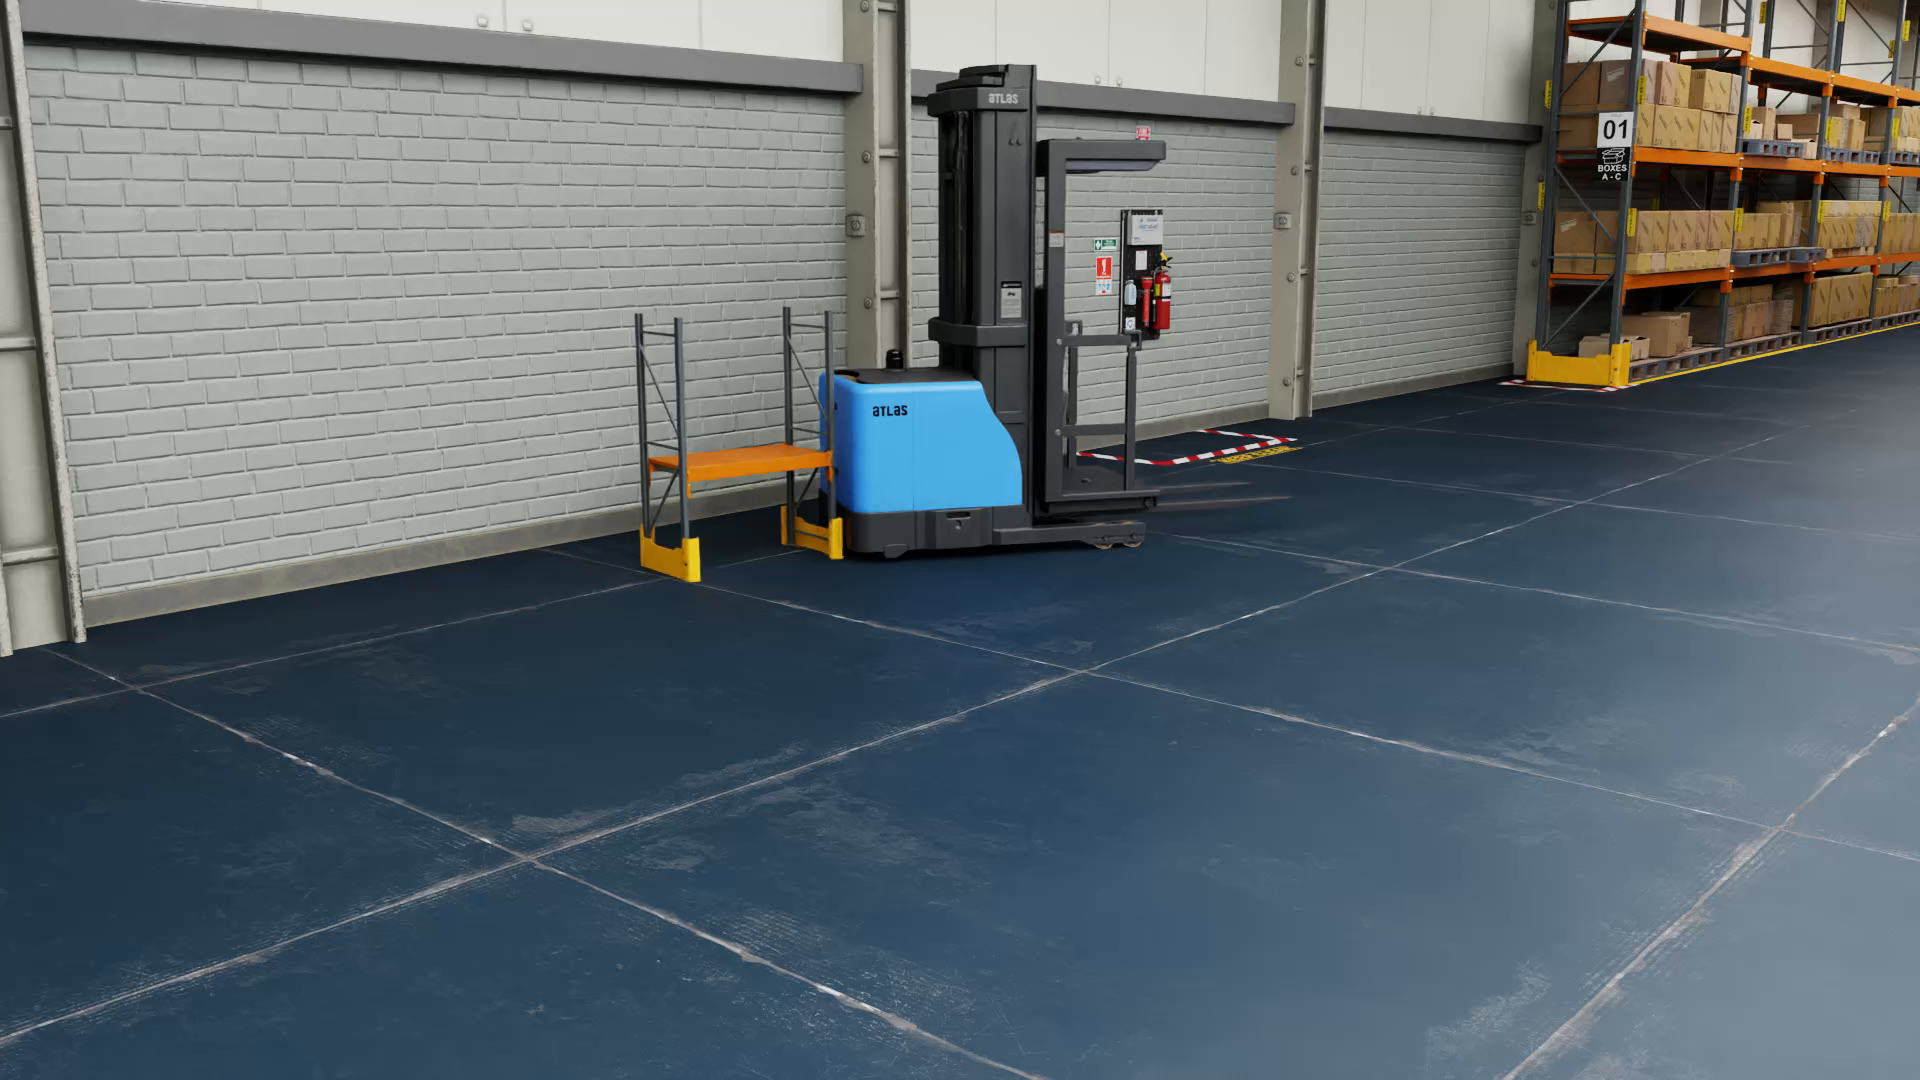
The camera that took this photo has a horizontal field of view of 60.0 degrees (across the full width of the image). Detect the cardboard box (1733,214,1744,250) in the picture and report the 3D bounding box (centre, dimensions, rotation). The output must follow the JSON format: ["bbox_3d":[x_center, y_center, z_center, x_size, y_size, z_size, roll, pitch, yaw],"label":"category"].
[{"bbox_3d":[10.515,-4.320,23.305,0.700,0.500,0.500,10,15,41],"label":"cardboard box"}]

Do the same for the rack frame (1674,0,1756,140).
[{"bbox_3d":[10.153,-6.927,22.417,1.000,3.000,0.127,10,15,40],"label":"rack frame"}]

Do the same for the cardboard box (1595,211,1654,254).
[{"bbox_3d":[8.053,-3.732,20.155,0.500,0.500,0.500,10,15,40],"label":"cardboard box"}]

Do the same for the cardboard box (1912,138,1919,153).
[{"bbox_3d":[16.768,-7.032,29.655,0.500,0.250,0.500,9,15,39],"label":"cardboard box"}]

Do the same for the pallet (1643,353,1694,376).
[{"bbox_3d":[8.931,-2.334,21.857,1.003,0.211,1.213,10,15,40],"label":"pallet"}]

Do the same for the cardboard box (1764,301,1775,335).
[{"bbox_3d":[11.930,-3.390,25.285,0.700,0.500,0.500,10,15,40],"label":"cardboard box"}]

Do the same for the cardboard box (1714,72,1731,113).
[{"bbox_3d":[9.670,-5.814,21.644,0.500,0.500,0.500,11,16,43],"label":"cardboard box"}]

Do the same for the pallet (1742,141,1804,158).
[{"bbox_3d":[11.323,-5.594,23.881,1.213,0.211,1.003,10,15,40],"label":"pallet"}]

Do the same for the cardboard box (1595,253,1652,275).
[{"bbox_3d":[8.073,-3.364,20.225,0.500,0.250,0.500,9,15,39],"label":"cardboard box"}]

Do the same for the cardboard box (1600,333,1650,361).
[{"bbox_3d":[8.413,-2.468,21.150,0.500,0.311,0.500,-11,15,-43],"label":"cardboard box"}]

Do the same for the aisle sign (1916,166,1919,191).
[{"bbox_3d":[18.347,-6.997,31.448,0.394,0.787,0.004,10,15,40],"label":"aisle sign"}]

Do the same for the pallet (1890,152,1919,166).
[{"bbox_3d":[16.787,-6.887,30.103,1.003,0.211,1.213,10,15,40],"label":"pallet"}]

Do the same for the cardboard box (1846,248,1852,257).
[{"bbox_3d":[14.552,-4.781,27.581,0.380,0.149,0.250,9,15,39],"label":"cardboard box"}]

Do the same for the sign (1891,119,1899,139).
[{"bbox_3d":[15.848,-6.972,28.178,0.100,0.325,0.005,10,15,40],"label":"sign"}]

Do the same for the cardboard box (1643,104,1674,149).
[{"bbox_3d":[8.302,-5.018,20.210,0.500,0.500,0.500,-11,16,-44],"label":"cardboard box"}]

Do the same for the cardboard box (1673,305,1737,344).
[{"bbox_3d":[10.626,-3.085,23.759,0.700,0.500,0.500,10,15,42],"label":"cardboard box"}]

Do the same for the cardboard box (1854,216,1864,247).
[{"bbox_3d":[14.651,-5.117,27.607,0.500,0.500,0.500,10,15,40],"label":"cardboard box"}]

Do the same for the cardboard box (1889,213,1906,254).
[{"bbox_3d":[16.290,-5.494,29.791,0.980,0.700,0.700,9,15,39],"label":"cardboard box"}]

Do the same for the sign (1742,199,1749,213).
[{"bbox_3d":[12.374,-5.213,26.195,0.100,0.325,0.005,10,15,40],"label":"sign"}]

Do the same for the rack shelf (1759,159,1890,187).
[{"bbox_3d":[14.114,-5.986,27.201,1.077,0.370,4.000,10,15,40],"label":"rack shelf"}]

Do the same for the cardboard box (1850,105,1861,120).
[{"bbox_3d":[14.754,-7.153,27.914,0.500,0.250,0.500,-11,16,-43],"label":"cardboard box"}]

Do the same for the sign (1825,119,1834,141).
[{"bbox_3d":[13.200,-6.228,25.254,0.100,0.325,0.005,10,15,40],"label":"sign"}]

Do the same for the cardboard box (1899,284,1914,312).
[{"bbox_3d":[17.357,-4.541,31.099,0.700,0.500,0.500,10,15,40],"label":"cardboard box"}]

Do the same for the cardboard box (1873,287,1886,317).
[{"bbox_3d":[16.005,-4.239,29.586,0.700,0.500,0.500,10,15,41],"label":"cardboard box"}]

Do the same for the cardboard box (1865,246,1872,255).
[{"bbox_3d":[15.275,-4.922,28.287,0.380,0.149,0.250,10,15,41],"label":"cardboard box"}]

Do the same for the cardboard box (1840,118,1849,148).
[{"bbox_3d":[14.073,-6.627,27.194,0.700,0.500,0.500,10,15,40],"label":"cardboard box"}]

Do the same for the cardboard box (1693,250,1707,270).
[{"bbox_3d":[9.413,-3.664,21.730,0.500,0.250,0.500,10,15,40],"label":"cardboard box"}]

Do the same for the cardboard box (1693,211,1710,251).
[{"bbox_3d":[9.408,-4.033,21.660,0.500,0.500,0.500,9,15,39],"label":"cardboard box"}]

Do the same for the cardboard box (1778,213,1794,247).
[{"bbox_3d":[12.142,-4.682,25.116,0.700,0.500,0.500,8,14,35],"label":"cardboard box"}]

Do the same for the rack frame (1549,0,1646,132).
[{"bbox_3d":[7.513,-6.338,19.471,1.000,3.000,0.127,10,15,40],"label":"rack frame"}]

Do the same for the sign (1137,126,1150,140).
[{"bbox_3d":[1.624,-3.518,14.750,0.001,0.298,0.199,10,15,40],"label":"sign"}]

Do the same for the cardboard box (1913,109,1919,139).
[{"bbox_3d":[16.772,-7.401,29.588,0.500,0.500,0.500,10,15,41],"label":"cardboard box"}]

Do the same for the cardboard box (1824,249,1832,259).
[{"bbox_3d":[13.597,-4.543,26.387,0.380,0.149,0.250,10,15,42],"label":"cardboard box"}]

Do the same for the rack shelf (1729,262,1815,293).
[{"bbox_3d":[11.473,-3.926,24.548,1.077,0.370,4.000,10,15,40],"label":"rack shelf"}]

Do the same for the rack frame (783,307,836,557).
[{"bbox_3d":[-0.924,-0.665,10.211,0.032,1.500,0.500,-9,14,-38],"label":"rack frame"}]

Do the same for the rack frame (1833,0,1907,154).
[{"bbox_3d":[15.434,-8.104,28.310,1.000,3.000,0.127,10,15,40],"label":"rack frame"}]

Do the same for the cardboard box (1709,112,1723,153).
[{"bbox_3d":[9.662,-5.336,21.803,0.500,0.500,0.500,8,14,36],"label":"cardboard box"}]

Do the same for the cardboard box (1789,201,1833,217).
[{"bbox_3d":[13.306,-5.184,26.026,0.500,0.250,0.500,10,15,42],"label":"cardboard box"}]

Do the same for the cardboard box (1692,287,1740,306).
[{"bbox_3d":[10.915,-3.518,24.013,0.500,0.250,0.500,9,15,39],"label":"cardboard box"}]

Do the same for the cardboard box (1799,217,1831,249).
[{"bbox_3d":[13.306,-4.817,26.102,0.500,0.500,0.500,10,15,42],"label":"cardboard box"}]

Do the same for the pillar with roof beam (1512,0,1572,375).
[{"bbox_3d":[10.559,-5.997,17.759,9.100,9.000,0.400,10,15,40],"label":"pillar with roof beam"}]

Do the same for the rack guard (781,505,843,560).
[{"bbox_3d":[-0.925,-0.052,10.332,0.087,0.250,0.587,-9,14,-38],"label":"rack guard"}]

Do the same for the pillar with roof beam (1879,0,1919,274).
[{"bbox_3d":[22.441,-8.645,31.019,9.100,9.000,0.548,10,15,40],"label":"pillar with roof beam"}]

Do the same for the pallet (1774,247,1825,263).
[{"bbox_3d":[12.403,-4.361,25.376,1.213,0.211,1.003,10,15,40],"label":"pallet"}]

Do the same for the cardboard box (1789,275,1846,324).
[{"bbox_3d":[13.960,-3.945,27.218,0.750,0.750,0.750,10,15,40],"label":"cardboard box"}]

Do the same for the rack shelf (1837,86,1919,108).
[{"bbox_3d":[16.754,-7.849,29.893,1.077,0.370,4.000,10,15,40],"label":"rack shelf"}]

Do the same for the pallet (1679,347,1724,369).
[{"bbox_3d":[9.736,-2.514,22.760,1.003,0.211,1.213,10,15,40],"label":"pallet"}]

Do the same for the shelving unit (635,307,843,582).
[{"bbox_3d":[-1.312,-0.603,9.903,1.083,1.500,0.587,-9,14,-38],"label":"shelving unit"}]

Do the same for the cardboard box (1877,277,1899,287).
[{"bbox_3d":[16.712,-4.661,30.041,0.380,0.149,0.250,9,15,39],"label":"cardboard box"}]

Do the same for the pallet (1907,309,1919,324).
[{"bbox_3d":[17.605,-4.255,31.478,1.003,0.211,1.213,10,15,40],"label":"pallet"}]

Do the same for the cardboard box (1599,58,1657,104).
[{"bbox_3d":[7.949,-5.442,19.781,0.500,0.500,0.500,8,14,36],"label":"cardboard box"}]

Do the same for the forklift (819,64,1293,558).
[{"bbox_3d":[0.658,-1.472,10.598,3.031,2.935,1.130,-4,12,-17],"label":"forklift"}]

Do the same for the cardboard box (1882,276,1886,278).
[{"bbox_3d":[16.953,-4.828,30.880,0.380,0.149,0.250,10,15,41],"label":"cardboard box"}]

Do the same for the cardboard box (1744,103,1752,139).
[{"bbox_3d":[10.574,-5.781,23.011,0.500,0.500,0.500,-9,15,-39],"label":"cardboard box"}]
